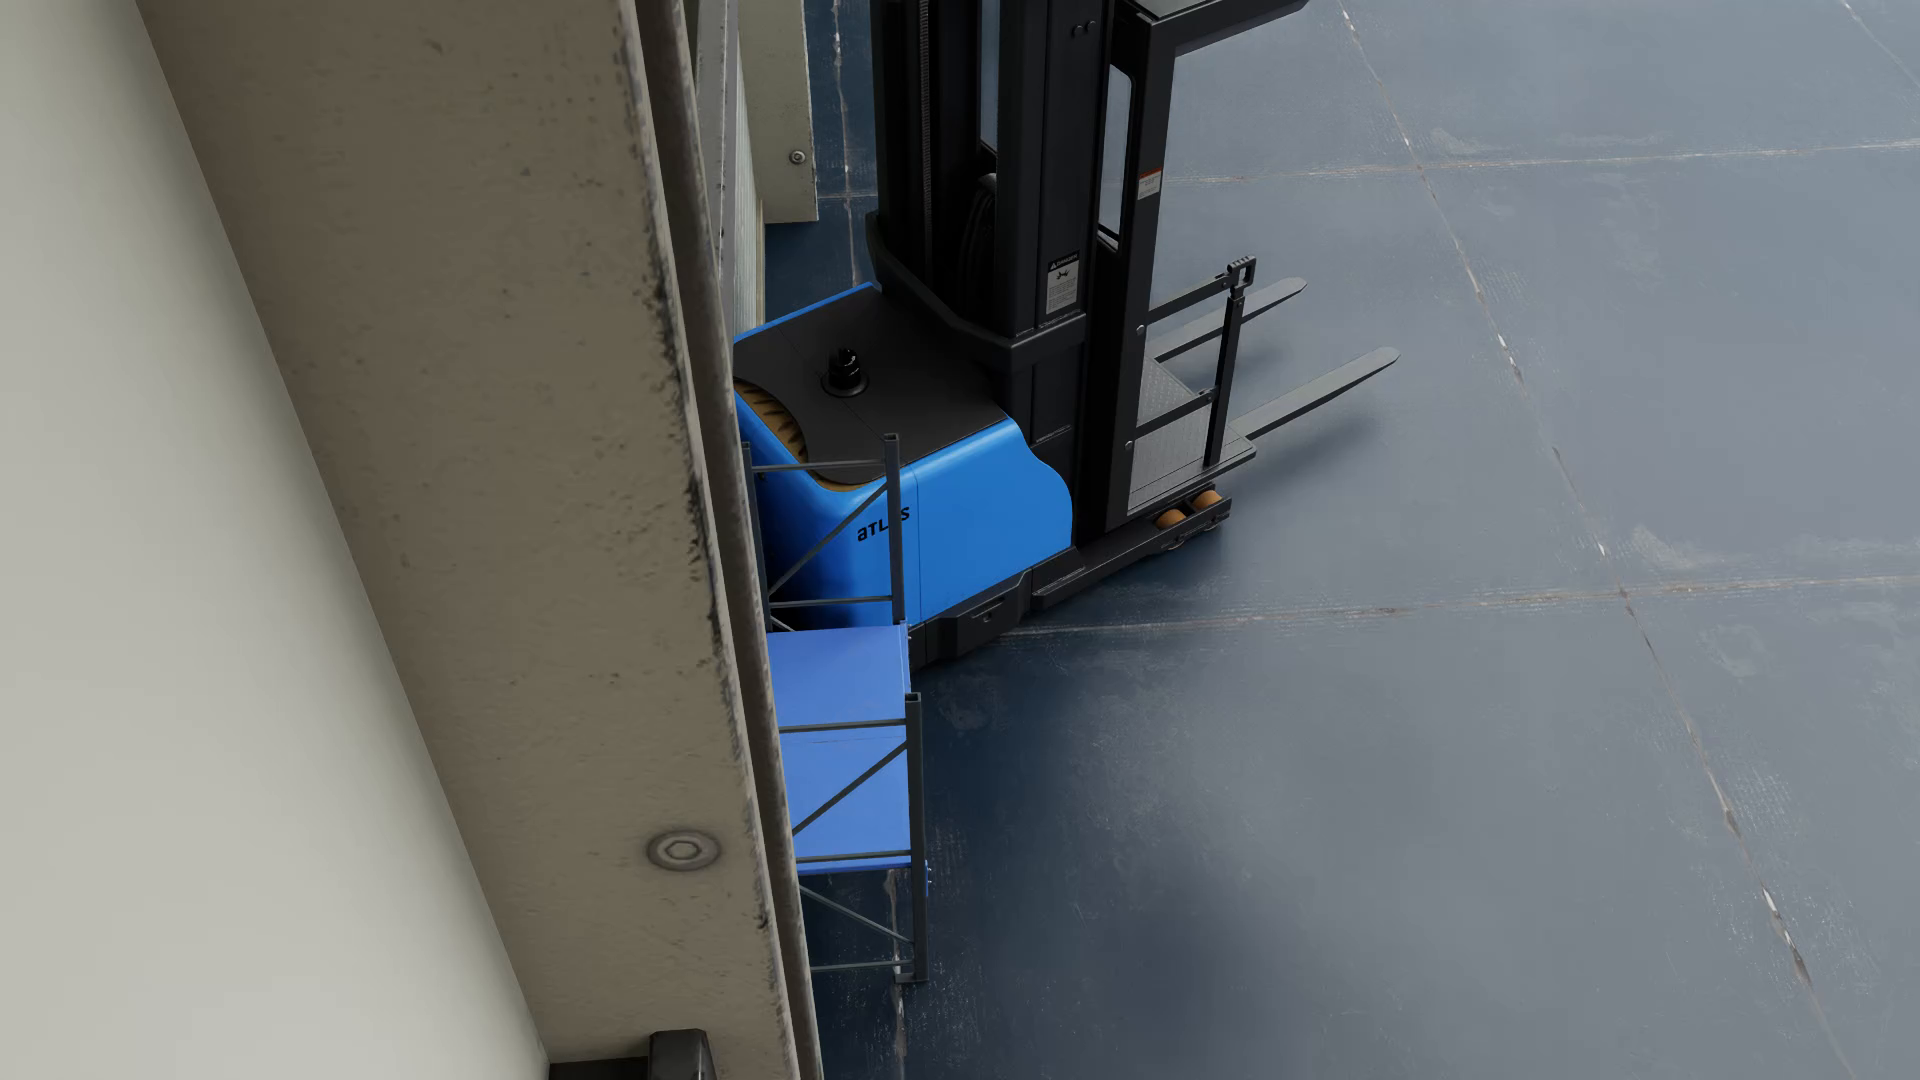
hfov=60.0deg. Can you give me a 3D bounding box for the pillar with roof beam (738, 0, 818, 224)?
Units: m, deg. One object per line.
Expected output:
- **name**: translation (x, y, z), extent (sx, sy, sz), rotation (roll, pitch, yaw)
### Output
- **pillar with roof beam**: translation (3.402, -5.106, 5.525), extent (9.100, 9.000, 0.400), rotation (-3, 47, -3)

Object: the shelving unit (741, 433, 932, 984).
- **shelving unit**: translation (-0.396, 0.580, 5.304), extent (0.538, 1.500, 1.048), rotation (-3, 47, -3)

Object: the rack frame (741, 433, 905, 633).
- **rack frame**: translation (-0.439, 0.213, 5.652), extent (0.500, 1.500, 0.032), rotation (-3, 47, -3)

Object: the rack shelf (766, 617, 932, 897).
- **rack shelf**: translation (-0.396, 0.704, 5.434), extent (0.538, 0.185, 1.000), rotation (-3, 47, -3)

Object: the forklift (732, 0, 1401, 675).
- **forklift**: translation (0.515, -1.262, 6.063), extent (3.031, 2.935, 1.130), rotation (-26, 52, -23)

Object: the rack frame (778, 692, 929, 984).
- **rack frame**: translation (-0.354, 0.948, 4.956), extent (0.500, 1.500, 0.032), rotation (-3, 47, -3)
